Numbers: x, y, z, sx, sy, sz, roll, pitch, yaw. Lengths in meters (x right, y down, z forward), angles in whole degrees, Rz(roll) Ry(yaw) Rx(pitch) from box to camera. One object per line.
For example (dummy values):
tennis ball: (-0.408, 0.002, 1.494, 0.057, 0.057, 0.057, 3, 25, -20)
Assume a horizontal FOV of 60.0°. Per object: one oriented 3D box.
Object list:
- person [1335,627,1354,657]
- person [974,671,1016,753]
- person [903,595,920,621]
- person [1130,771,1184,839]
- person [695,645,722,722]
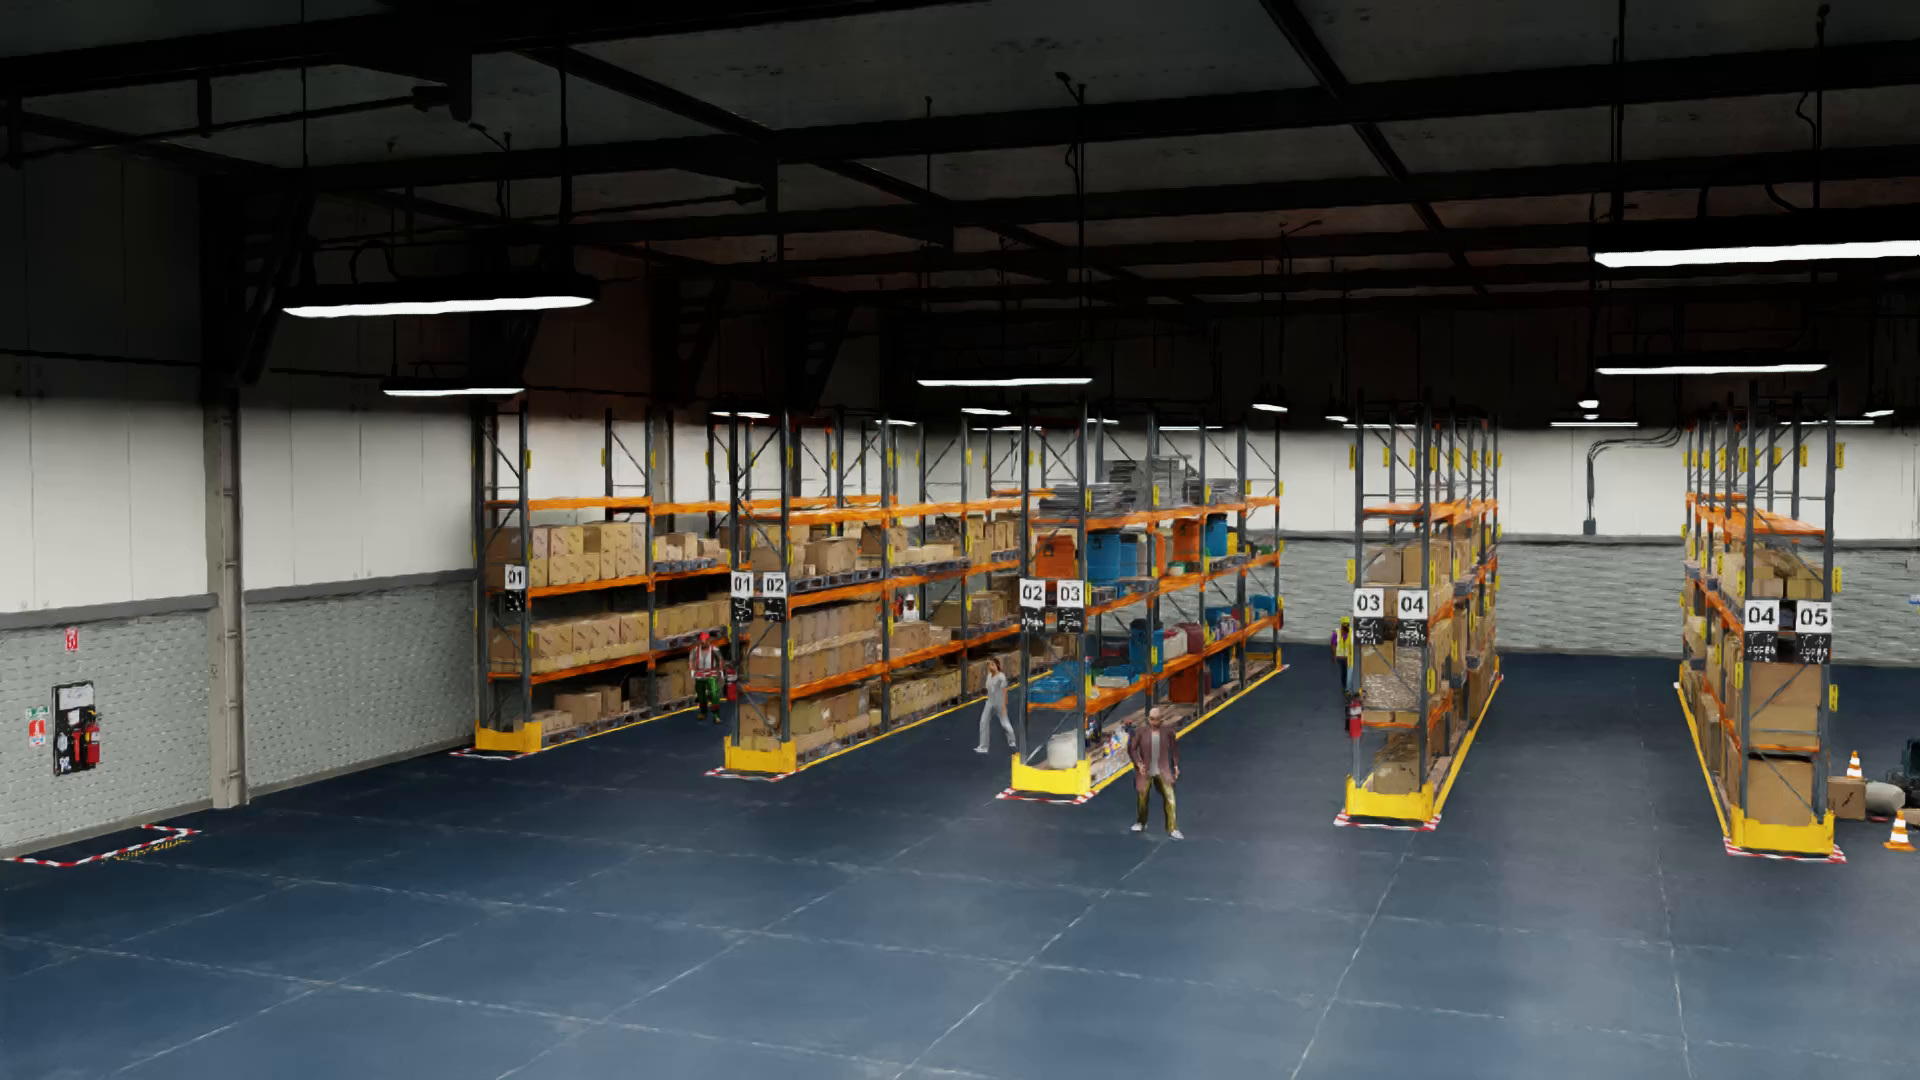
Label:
person: (8.157, 2.147, 35.153, 0.453, 0.641, 0.386, 1, 3, 23)
person: (0.652, 2.925, 28.406, 0.450, 1.378, 0.924, 2, 3, 37)
person: (-1.148, 1.843, 40.468, 0.589, 1.046, 0.494, 1, 3, 20)
person: (2.609, 3.402, 22.078, 0.681, 1.031, 0.888, 0, 3, 5)
person: (-4.778, 2.723, 31.609, 0.631, 1.463, 0.817, 0, 3, 4)
